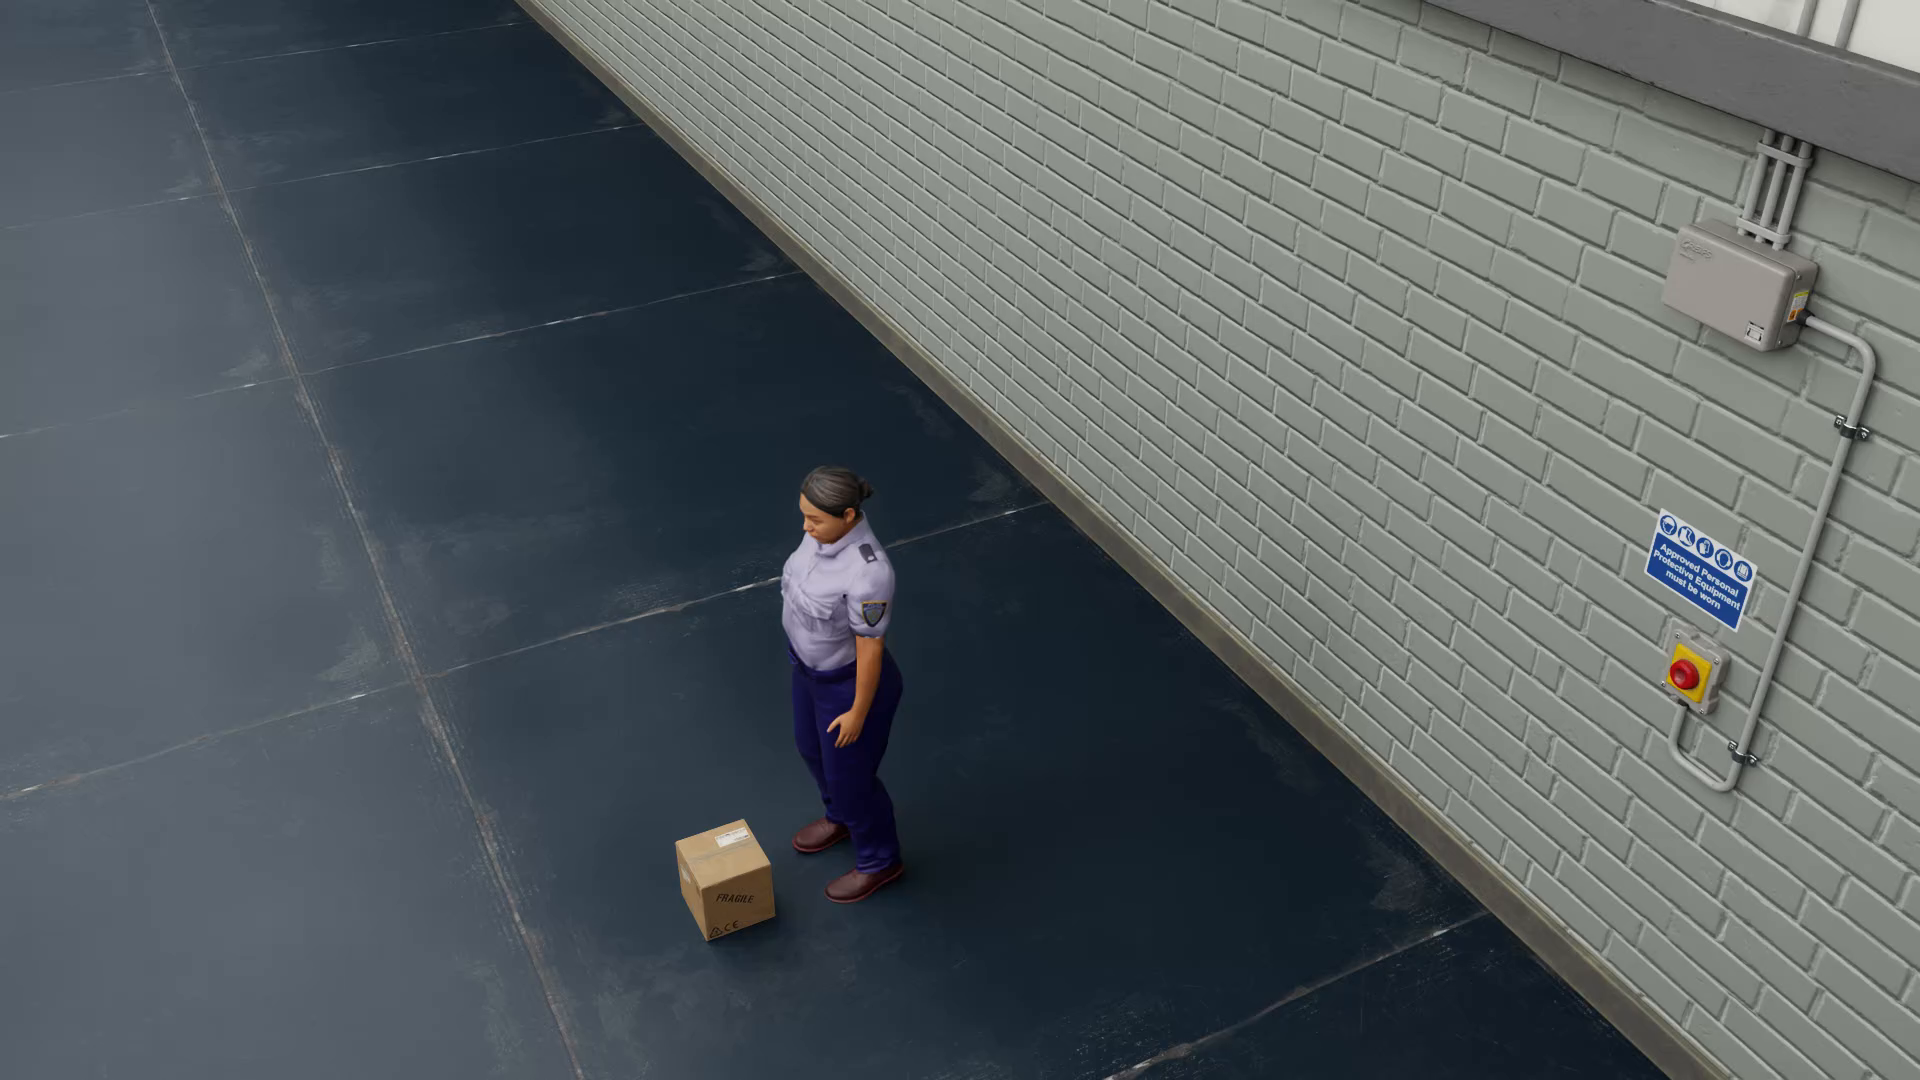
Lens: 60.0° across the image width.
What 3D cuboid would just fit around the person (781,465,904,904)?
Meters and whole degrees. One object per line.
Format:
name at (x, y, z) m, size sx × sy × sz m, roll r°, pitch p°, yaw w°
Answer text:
person at (-0.379, 0.467, 5.459) m, size 0.340 × 1.648 × 0.473 m, roll -15°, pitch 36°, yaw -22°
